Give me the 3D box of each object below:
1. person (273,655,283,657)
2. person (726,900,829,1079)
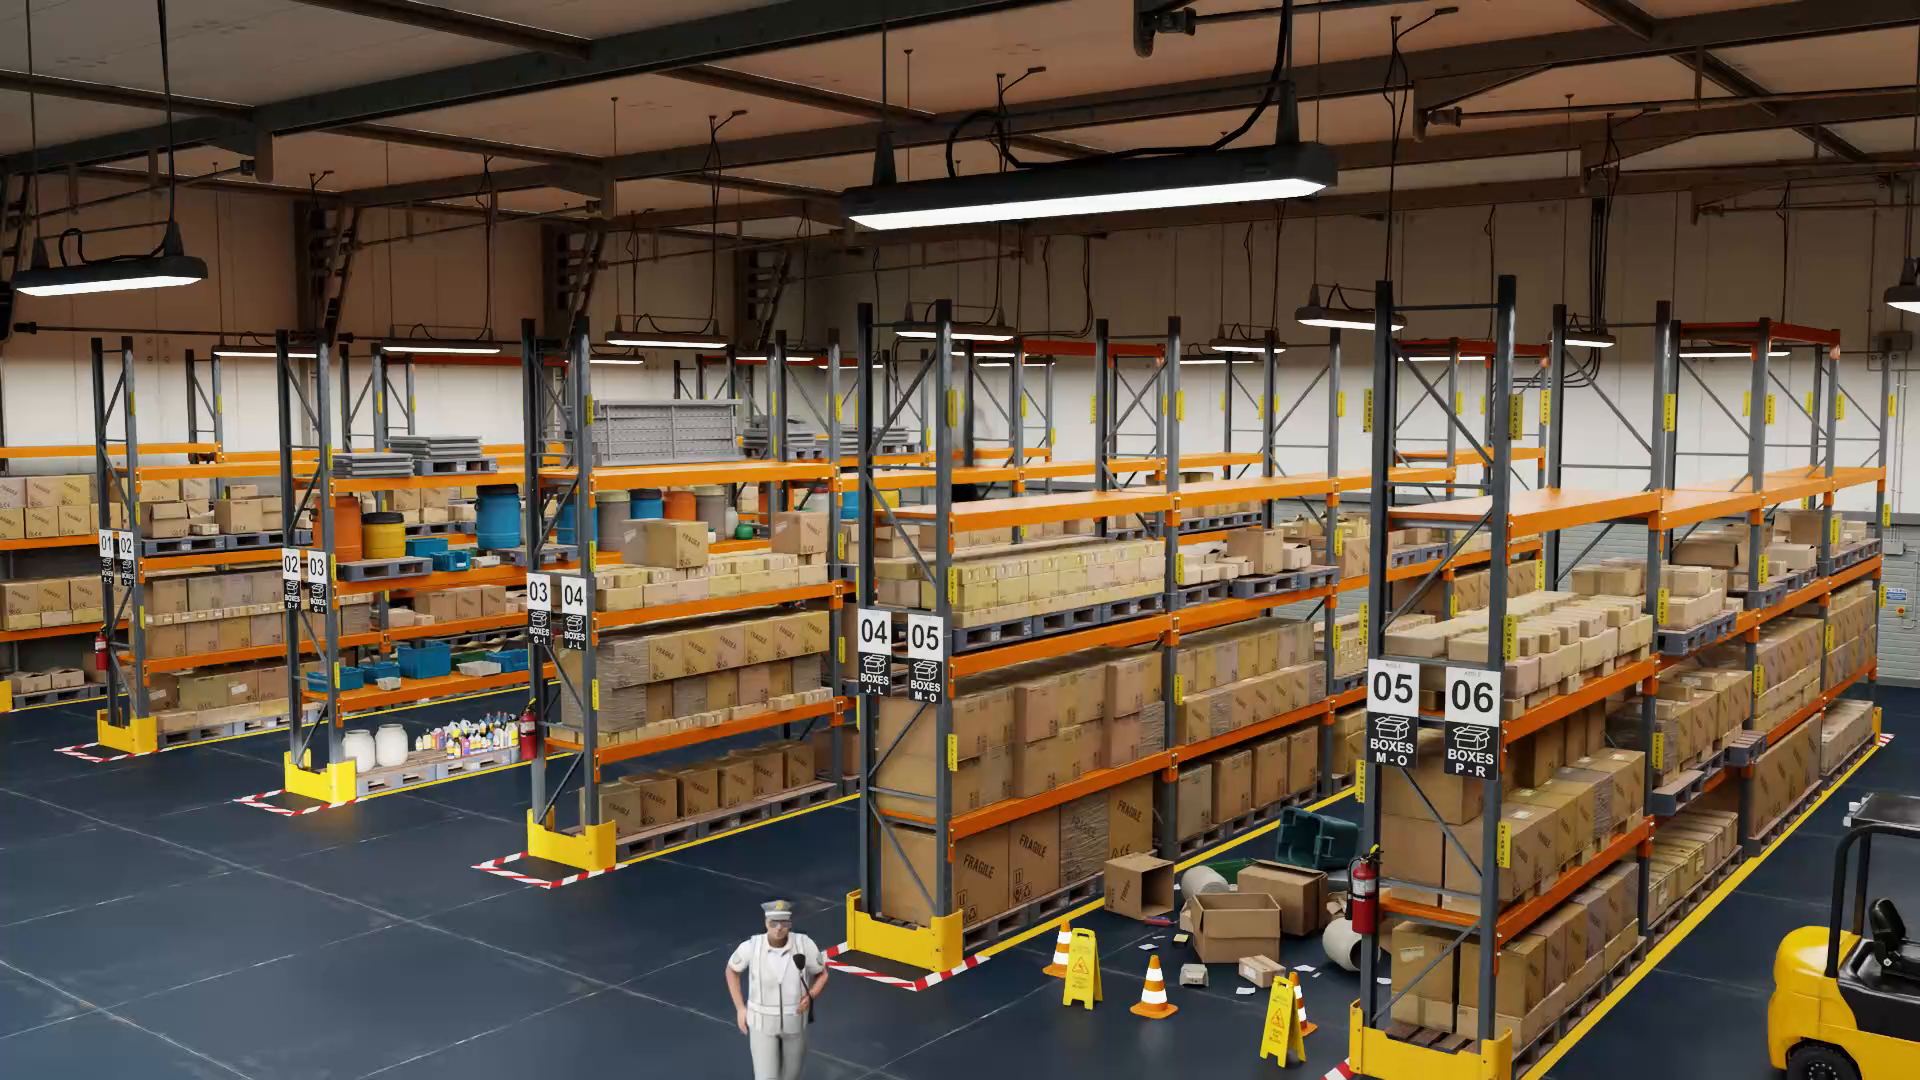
[{"bbox_3d":[-11.438,1.807,27.997,0.642,1.795,0.866,3,6,34],"label":"person"},{"bbox_3d":[-1.237,3.314,11.365,0.690,1.782,0.905,-1,5,-13],"label":"person"}]
